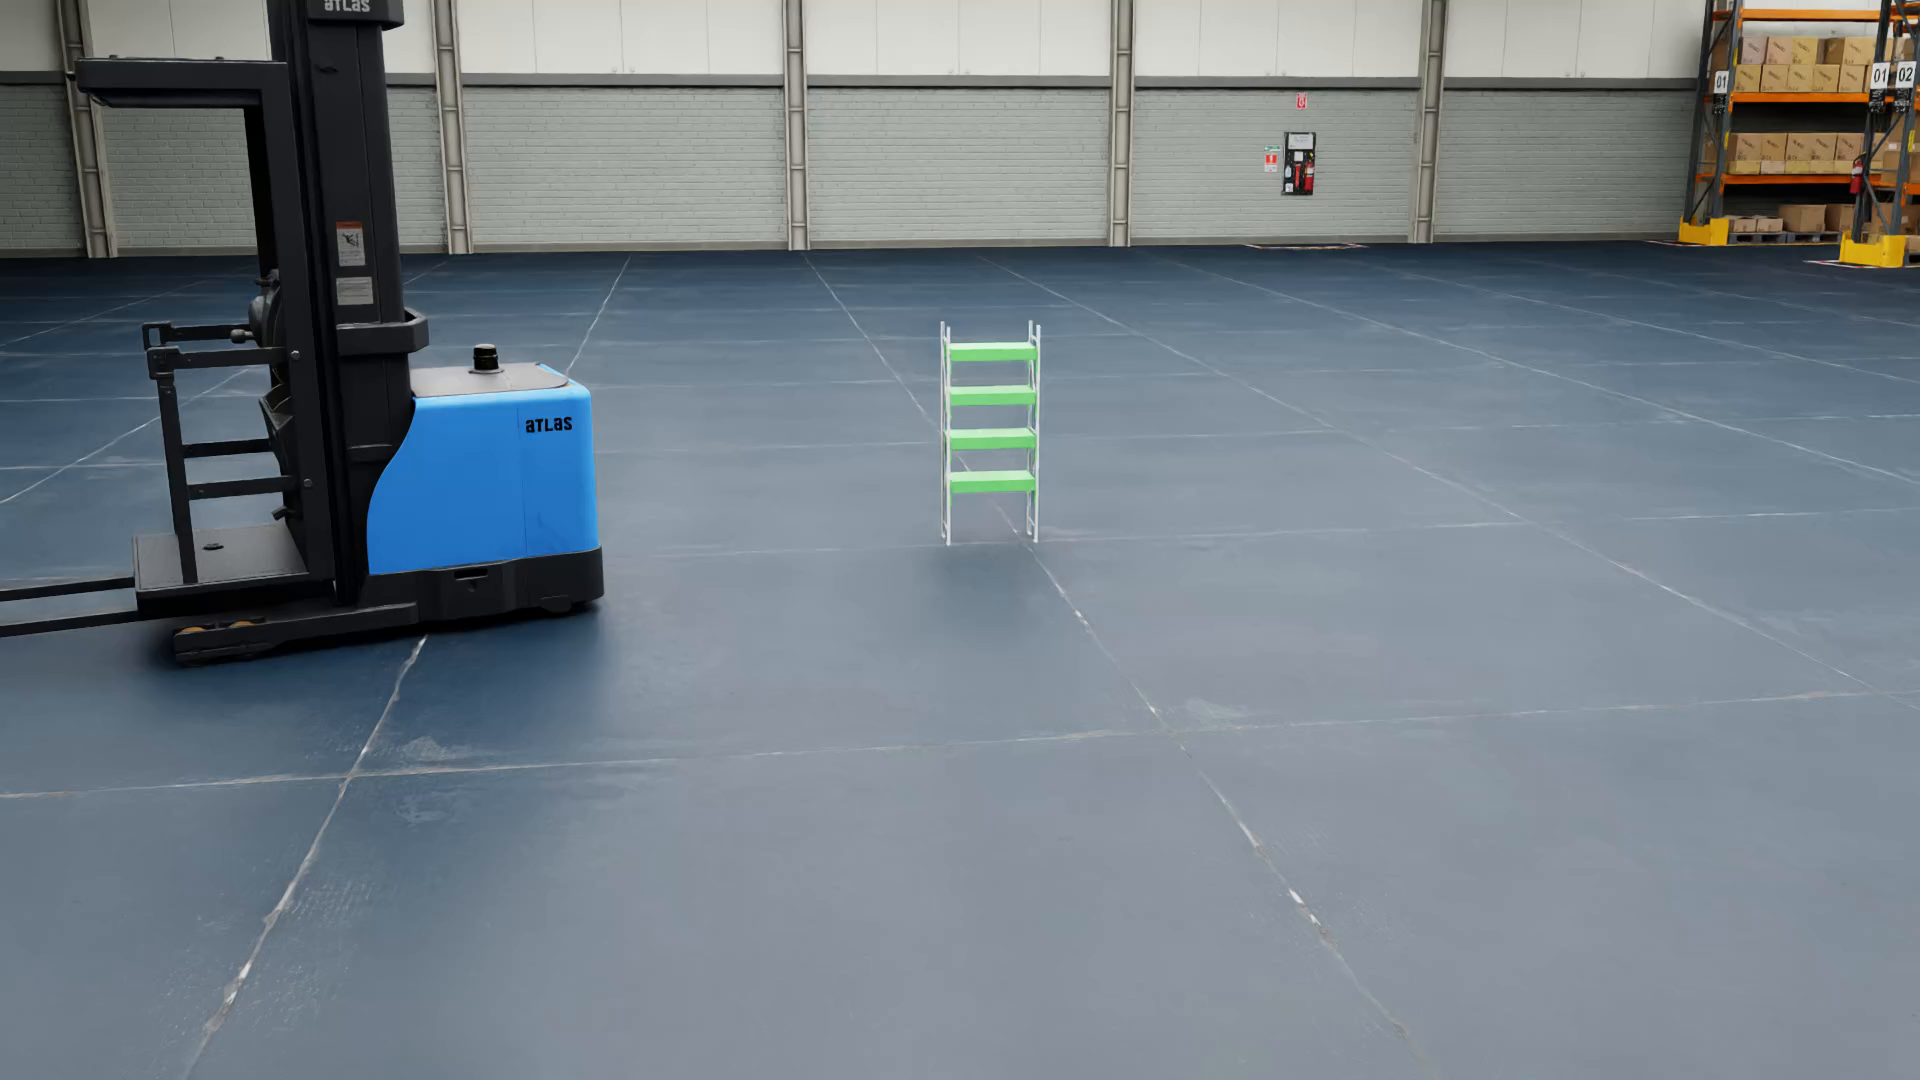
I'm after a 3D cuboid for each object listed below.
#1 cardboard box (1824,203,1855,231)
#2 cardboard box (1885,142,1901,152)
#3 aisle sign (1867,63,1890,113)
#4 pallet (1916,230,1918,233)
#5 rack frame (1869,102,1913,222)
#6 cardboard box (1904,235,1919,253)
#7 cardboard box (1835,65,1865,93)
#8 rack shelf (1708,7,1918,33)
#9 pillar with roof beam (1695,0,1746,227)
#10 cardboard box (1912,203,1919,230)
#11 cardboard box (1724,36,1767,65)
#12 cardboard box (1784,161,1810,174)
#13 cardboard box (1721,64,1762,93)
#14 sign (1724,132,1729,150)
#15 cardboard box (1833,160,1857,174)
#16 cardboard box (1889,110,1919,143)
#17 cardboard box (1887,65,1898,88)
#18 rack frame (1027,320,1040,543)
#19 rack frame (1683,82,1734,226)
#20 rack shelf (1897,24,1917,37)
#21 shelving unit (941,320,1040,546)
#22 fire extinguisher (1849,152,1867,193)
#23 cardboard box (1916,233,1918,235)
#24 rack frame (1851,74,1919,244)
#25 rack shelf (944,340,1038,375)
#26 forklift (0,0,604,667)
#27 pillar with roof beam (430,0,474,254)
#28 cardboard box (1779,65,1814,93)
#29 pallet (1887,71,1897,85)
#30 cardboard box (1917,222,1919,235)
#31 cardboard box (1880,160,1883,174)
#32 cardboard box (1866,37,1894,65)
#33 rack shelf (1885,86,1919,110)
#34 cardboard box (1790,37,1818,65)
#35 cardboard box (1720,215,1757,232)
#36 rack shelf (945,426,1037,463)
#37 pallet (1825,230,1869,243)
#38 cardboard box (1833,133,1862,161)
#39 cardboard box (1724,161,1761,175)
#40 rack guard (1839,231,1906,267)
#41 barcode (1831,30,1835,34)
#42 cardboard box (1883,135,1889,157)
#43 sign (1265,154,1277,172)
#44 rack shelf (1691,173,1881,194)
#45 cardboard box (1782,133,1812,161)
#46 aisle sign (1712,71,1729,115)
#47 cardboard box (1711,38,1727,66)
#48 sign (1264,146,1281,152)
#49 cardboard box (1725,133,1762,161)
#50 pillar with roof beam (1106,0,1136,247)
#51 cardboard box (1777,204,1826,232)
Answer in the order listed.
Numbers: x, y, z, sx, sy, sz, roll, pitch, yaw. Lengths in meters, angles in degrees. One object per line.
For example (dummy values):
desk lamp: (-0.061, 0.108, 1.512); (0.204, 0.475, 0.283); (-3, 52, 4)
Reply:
cardboard box: (17.219, -6.299, 32.444); (0.500, 0.500, 0.500); (-3, 14, -13)
cardboard box: (15.375, -6.432, 27.200); (0.250, 0.149, 0.380); (-2, 14, -9)
aisle sign: (14.917, -7.338, 27.009); (0.004, 0.787, 0.394); (-2, 14, -8)
pallet: (19.009, -6.021, 32.835); (1.213, 0.211, 1.003); (-2, 14, -8)
rack frame: (18.240, -7.345, 32.382); (0.127, 3.000, 1.000); (-2, 14, -8)
cardboard box: (15.589, -4.845, 27.201); (0.500, 0.250, 0.500); (-2, 14, -8)
cardboard box: (16.733, -8.736, 31.515); (0.500, 0.500, 0.500); (-3, 14, -11)
rack shelf: (16.262, -9.832, 31.451); (4.000, 0.370, 1.077); (-2, 14, -8)
pillar with roof beam: (15.489, -9.308, 27.876); (0.400, 9.000, 9.100); (-2, 14, -8)
cardboard box: (18.965, -6.377, 32.755); (0.500, 0.500, 0.700); (-2, 14, -6)
cardboard box: (14.701, -9.154, 31.126); (0.500, 0.500, 0.500); (-3, 14, -12)
cardboard box: (15.830, -7.118, 31.743); (0.500, 0.250, 0.500); (-2, 14, -9)
cardboard box: (14.652, -8.665, 31.233); (0.500, 0.500, 0.500); (-2, 14, -7)
sign: (14.365, -7.490, 31.179); (0.005, 0.325, 0.100); (-2, 14, -8)
cardboard box: (16.828, -7.154, 31.887); (0.500, 0.250, 0.500); (-2, 14, -9)
cardboard box: (15.542, -6.702, 26.946); (0.500, 0.500, 0.700); (-2, 14, -8)
cardboard box: (17.775, -8.780, 31.692); (0.500, 0.500, 0.500); (-2, 14, -7)
rack frame: (0.405, -0.597, 9.174); (0.015, 1.200, 0.240); (-2, 14, -8)
rack frame: (14.284, -7.200, 31.804); (0.127, 3.000, 1.000); (-2, 14, -8)
rack shelf: (20.217, -9.785, 32.078); (4.000, 0.370, 1.077); (-2, 14, -8)
shelving unit: (0.164, -0.588, 9.138); (0.503, 1.200, 0.258); (-2, 14, -8)
fire extinguisher: (14.840, -6.079, 27.491); (0.183, 0.674, 0.296); (-2, 14, -8)
cardboard box: (16.005, -4.990, 27.782); (0.500, 0.250, 0.500); (-2, 14, -8)
rack frame: (15.026, -6.009, 27.053); (0.127, 3.000, 1.000); (-2, 14, -8)
rack shelf: (0.164, -0.992, 9.037); (0.480, 0.148, 0.258); (-2, 14, -8)
forklift: (-3.248, -1.027, 7.331); (3.031, 2.935, 1.130); (-7, 16, -26)
pillar with roof beam: (-8.243, -8.438, 24.408); (0.400, 9.000, 9.100); (-2, 14, -8)
cardboard box: (15.701, -8.696, 31.356); (0.500, 0.500, 0.500); (-1, 14, -6)
pallet: (15.729, -7.440, 26.777); (1.213, 0.211, 1.003); (-2, 14, -8)
cardboard box: (16.084, -5.227, 27.184); (0.500, 0.500, 0.500); (-2, 14, -8)
cardboard box: (17.816, -7.192, 32.039); (0.500, 0.250, 0.500); (-2, 14, -8)
cardboard box: (17.241, -9.237, 31.459); (0.500, 0.500, 0.500); (-1, 14, -5)
rack shelf: (17.004, -7.187, 27.065); (4.000, 0.370, 1.077); (-2, 14, -8)
cardboard box: (15.710, -9.181, 31.235); (0.500, 0.500, 0.500); (-2, 14, -7)
cardboard box: (14.982, -6.113, 32.091); (0.500, 0.311, 0.500); (-4, 15, -15)
rack shelf: (0.164, -0.526, 9.154); (0.480, 0.148, 0.258); (-2, 14, -8)
pallet: (17.581, -5.960, 32.590); (1.213, 0.211, 1.003); (-2, 14, -8)
cardboard box: (16.826, -7.519, 31.802); (0.500, 0.500, 0.500); (-3, 14, -10)
cardboard box: (14.814, -7.078, 31.586); (0.500, 0.250, 0.500); (-3, 14, -10)
rack guard: (15.002, -4.795, 27.354); (0.348, 0.500, 1.175); (-2, 14, -8)
barcode: (16.801, -9.775, 31.998); (0.075, 0.075, 0.001); (-2, 14, -8)
cardboard box: (17.818, -7.554, 31.942); (0.500, 0.500, 0.500); (-2, 14, -8)
sign: (5.903, -7.158, 31.562); (0.234, 0.329, 0.001); (-2, 14, -8)
rack shelf: (16.262, -6.924, 32.181); (4.000, 0.370, 1.077); (-2, 14, -8)
cardboard box: (15.803, -7.479, 31.640); (0.500, 0.500, 0.500); (-3, 14, -10)
aisle sign: (14.258, -8.386, 31.190); (0.004, 0.787, 0.394); (-2, 14, -8)
cardboard box: (14.672, -9.277, 31.616); (0.500, 0.500, 0.500); (-1, 14, -6)
sign: (5.909, -7.413, 31.490); (0.331, 0.109, 0.001); (-2, 14, -8)
cardboard box: (14.801, -7.446, 31.510); (0.500, 0.500, 0.500); (-2, 14, -8)
pillar with roof beam: (3.623, -8.873, 26.142); (0.400, 9.000, 9.100); (-2, 14, -8)
cardboard box: (16.279, -6.240, 32.209); (0.500, 0.500, 0.700); (-3, 14, -12)
